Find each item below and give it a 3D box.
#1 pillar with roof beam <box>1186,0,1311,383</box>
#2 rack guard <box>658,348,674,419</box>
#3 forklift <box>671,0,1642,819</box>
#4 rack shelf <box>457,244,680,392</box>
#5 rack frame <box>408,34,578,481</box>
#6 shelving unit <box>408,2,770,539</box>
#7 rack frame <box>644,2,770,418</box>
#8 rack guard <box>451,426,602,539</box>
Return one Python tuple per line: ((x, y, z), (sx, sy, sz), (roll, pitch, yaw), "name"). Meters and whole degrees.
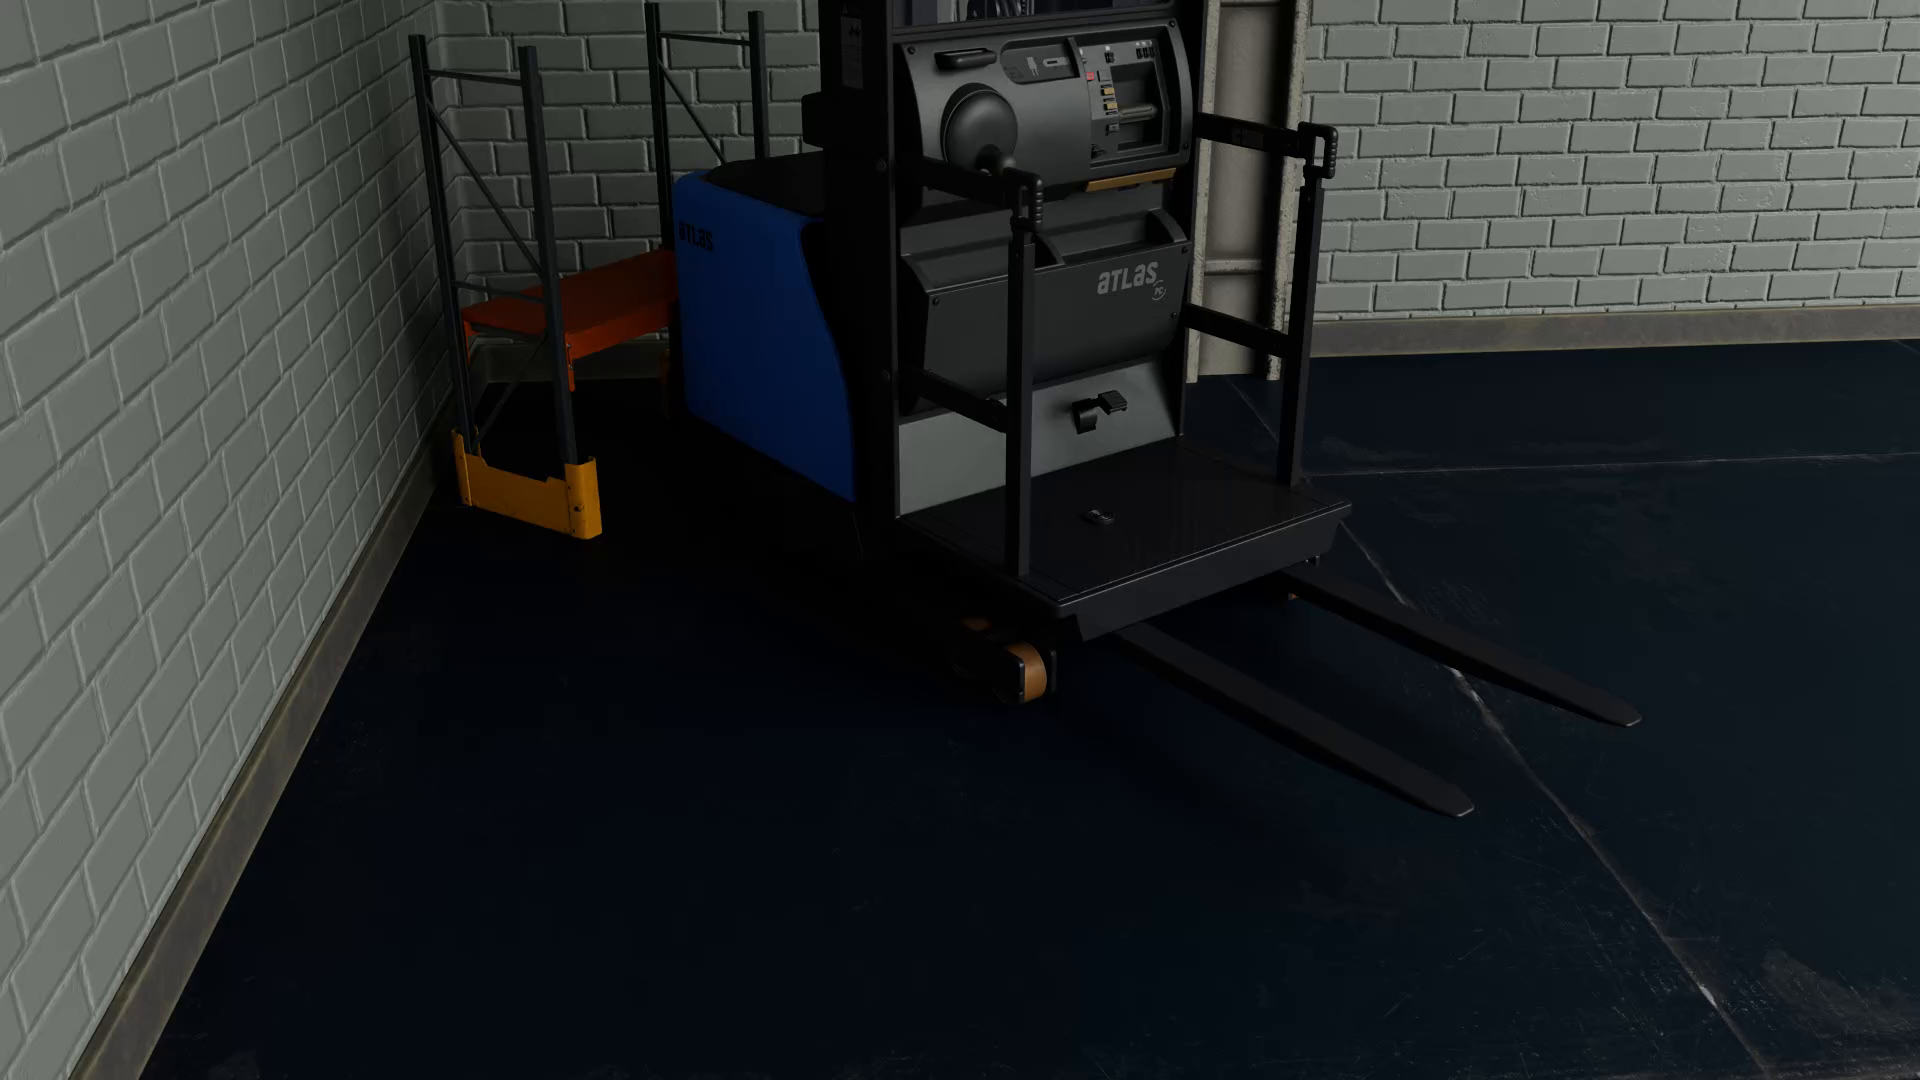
((1.500, -3.073, 1.084), (0.400, 9.000, 9.100), (-2, 24, -5), "pillar with roof beam")
((-0.865, -0.532, 6.139), (0.587, 0.250, 0.087), (15, 28, 30), "rack guard")
((0.376, -1.138, 4.201), (1.130, 2.935, 3.031), (-17, 29, -33), "forklift")
((-1.139, -0.765, 5.568), (0.538, 0.185, 1.000), (15, 28, 30), "rack shelf")
((-1.413, -0.756, 5.104), (0.500, 1.500, 0.032), (15, 28, 30), "rack frame")
((-1.134, -0.933, 5.502), (0.587, 1.500, 1.083), (15, 28, 30), "shelving unit")
((-0.864, -1.104, 5.886), (0.500, 1.500, 0.032), (15, 28, 30), "rack frame")
((-1.403, -0.192, 5.373), (0.587, 0.250, 0.087), (15, 28, 30), "rack guard")
